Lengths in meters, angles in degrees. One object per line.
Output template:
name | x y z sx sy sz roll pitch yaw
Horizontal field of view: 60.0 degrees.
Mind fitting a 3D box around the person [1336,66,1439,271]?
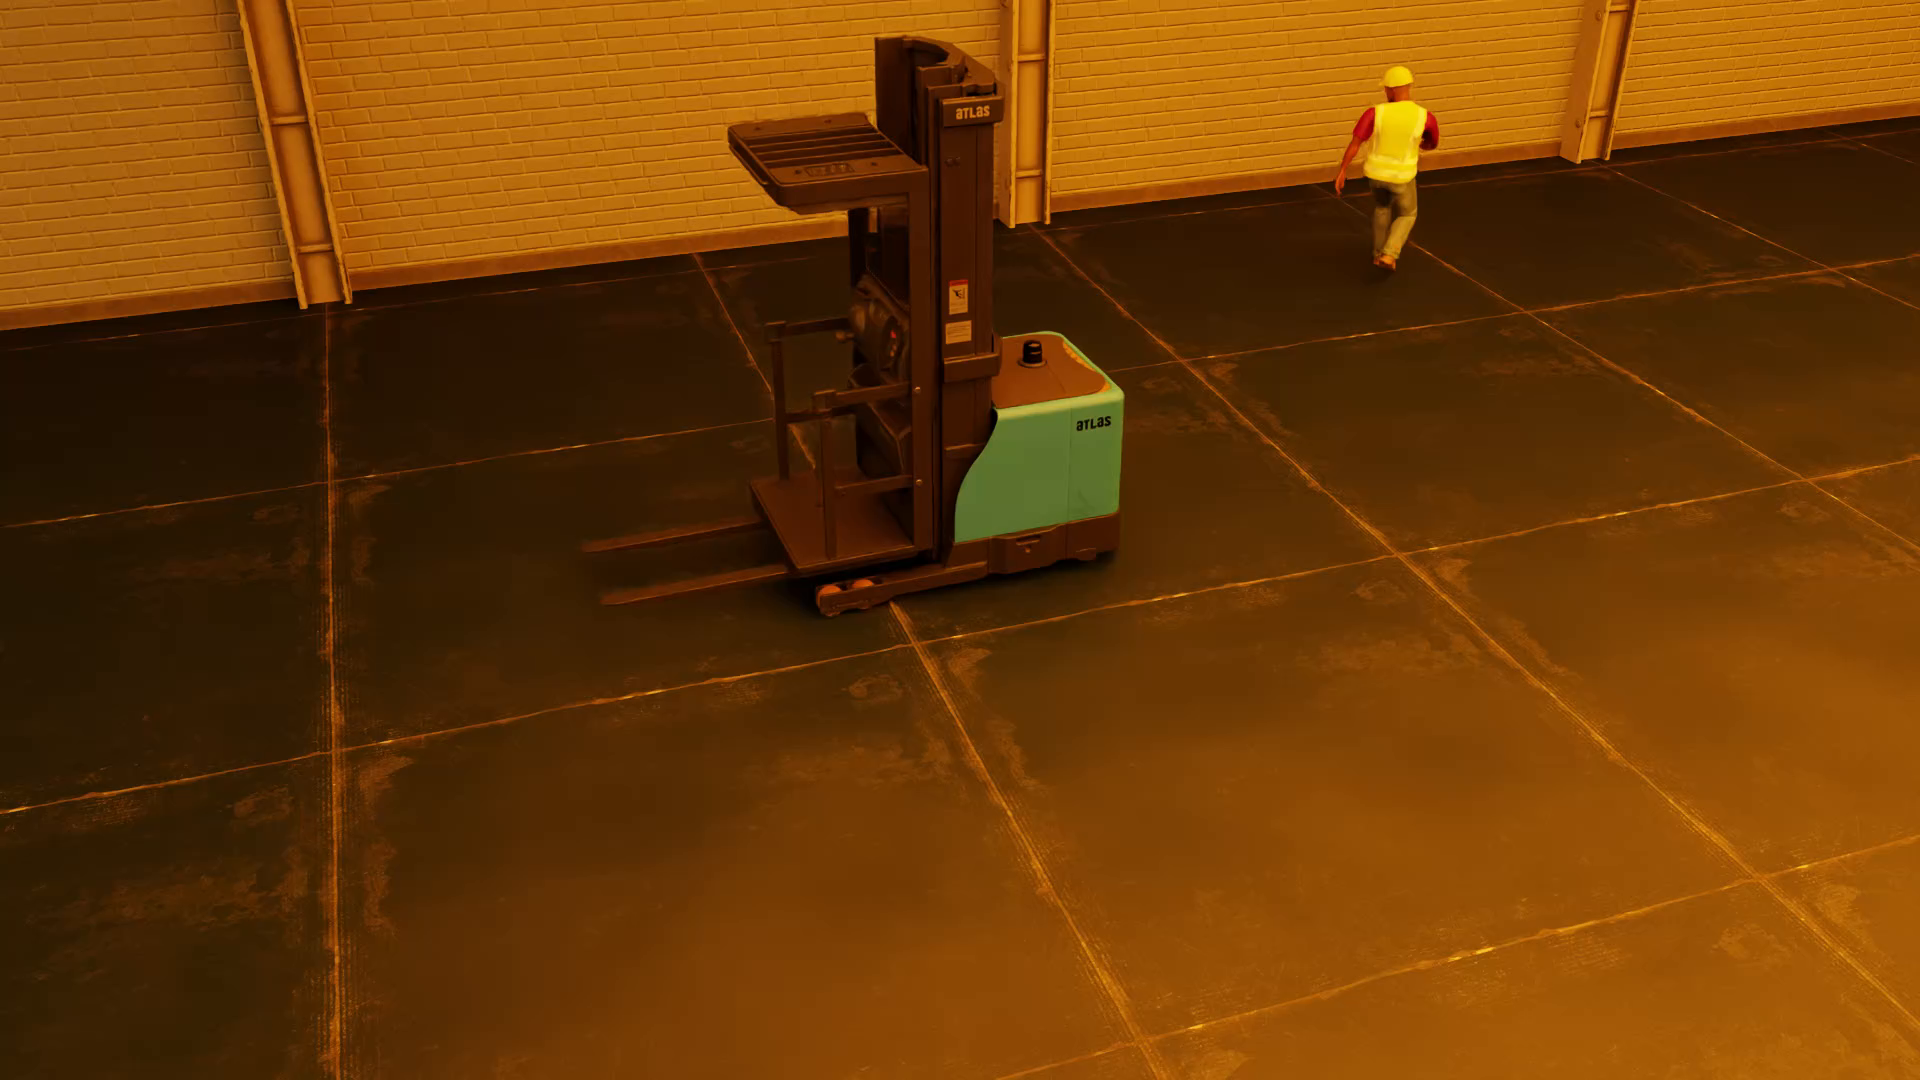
person | 3.502 -3.015 13.575 0.679 1.695 0.742 16 34 26

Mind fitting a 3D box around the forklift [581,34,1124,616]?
forklift | -0.631 -1.144 9.075 3.031 2.935 1.130 -11 32 -18
